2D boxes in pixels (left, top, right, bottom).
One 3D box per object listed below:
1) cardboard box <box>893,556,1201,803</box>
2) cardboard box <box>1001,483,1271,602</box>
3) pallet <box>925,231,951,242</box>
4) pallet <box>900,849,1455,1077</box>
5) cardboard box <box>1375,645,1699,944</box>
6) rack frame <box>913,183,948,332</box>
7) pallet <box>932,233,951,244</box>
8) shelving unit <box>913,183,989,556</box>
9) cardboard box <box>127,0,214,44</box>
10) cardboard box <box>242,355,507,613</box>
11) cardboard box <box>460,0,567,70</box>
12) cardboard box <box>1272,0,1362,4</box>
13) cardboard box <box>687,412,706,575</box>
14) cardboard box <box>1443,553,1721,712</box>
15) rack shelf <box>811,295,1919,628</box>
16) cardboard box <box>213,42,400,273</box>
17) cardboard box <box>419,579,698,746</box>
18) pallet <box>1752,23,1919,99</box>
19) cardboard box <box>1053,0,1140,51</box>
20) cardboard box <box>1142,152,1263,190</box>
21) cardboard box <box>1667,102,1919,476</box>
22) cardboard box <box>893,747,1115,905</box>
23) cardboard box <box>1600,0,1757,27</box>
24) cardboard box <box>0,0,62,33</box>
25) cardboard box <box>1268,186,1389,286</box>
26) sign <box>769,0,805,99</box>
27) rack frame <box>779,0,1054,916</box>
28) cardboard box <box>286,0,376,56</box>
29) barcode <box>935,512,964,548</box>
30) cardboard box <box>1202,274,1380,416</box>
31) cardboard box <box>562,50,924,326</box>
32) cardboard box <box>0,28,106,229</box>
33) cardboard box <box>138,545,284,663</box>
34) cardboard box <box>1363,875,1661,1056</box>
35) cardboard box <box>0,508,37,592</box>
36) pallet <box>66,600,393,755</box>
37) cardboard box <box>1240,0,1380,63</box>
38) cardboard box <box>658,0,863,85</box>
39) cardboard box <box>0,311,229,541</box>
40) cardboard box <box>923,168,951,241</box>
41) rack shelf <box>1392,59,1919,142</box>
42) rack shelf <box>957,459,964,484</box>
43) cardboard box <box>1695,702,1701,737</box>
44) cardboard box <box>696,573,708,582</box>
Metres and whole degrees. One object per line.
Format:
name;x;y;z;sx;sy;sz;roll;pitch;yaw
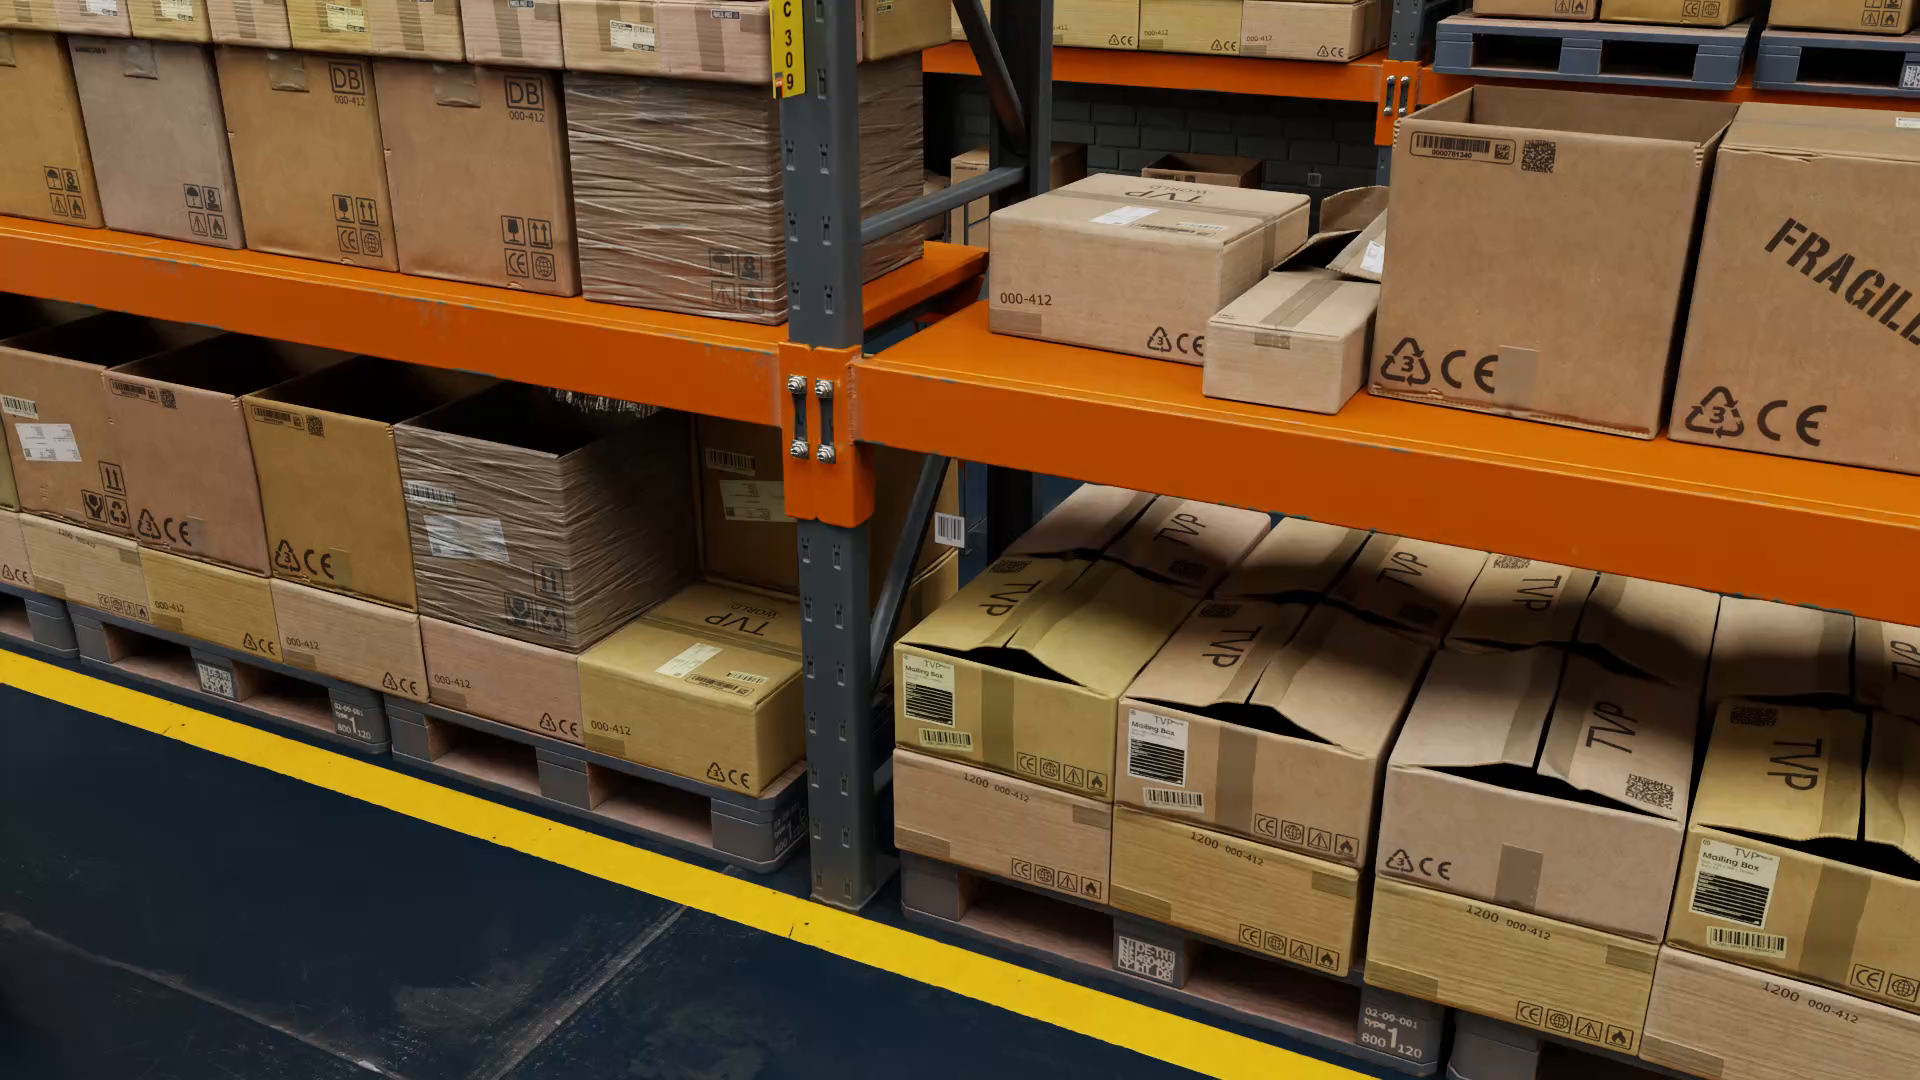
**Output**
cardboard box;0.195;0.257;3.573;0.500;0.311;0.500;11;26;25
cardboard box;0.430;0.069;4.016;0.500;0.311;0.500;11;25;25
pallet;-0.622;-1.702;9.481;1.213;0.211;1.003;11;25;25
pallet;0.614;0.683;3.875;1.213;0.211;1.003;11;25;25
cardboard box;1.102;0.438;3.147;0.500;0.311;0.500;10;25;23
rack frame;-0.095;-0.571;5.559;0.006;1.200;0.240;11;25;25
pallet;0.463;-1.486;8.974;1.213;0.211;1.003;11;25;25
shelving unit;-0.013;-0.555;5.521;0.189;1.200;0.258;11;25;25
cardboard box;-1.771;-1.305;4.030;0.250;0.149;0.380;12;26;26
cardboard box;-1.462;-0.175;4.347;0.500;0.500;0.500;11;25;25
cardboard box;-0.855;-1.124;3.604;0.250;0.149;0.380;10;25;23
cardboard box;1.609;-2.708;7.494;0.500;0.500;0.500;11;25;24
cardboard box;-0.783;-0.267;4.563;0.500;0.500;0.500;11;25;25
cardboard box;1.341;0.247;3.596;0.500;0.311;0.500;11;25;24
rack shelf;1.724;-0.033;2.913;4.000;0.370;1.077;11;25;25
cardboard box;-1.379;-1.020;4.188;0.500;0.500;0.700;12;26;25
cardboard box;-1.015;0.258;4.288;0.500;0.250;0.500;11;25;25
pallet;3.955;-1.988;6.838;1.213;0.211;1.003;11;25;25
cardboard box;0.715;-2.540;8.056;0.500;0.250;0.500;11;25;24
cardboard box;1.227;-1.669;8.474;0.500;0.500;0.500;9;25;21
cardboard box;1.534;-0.440;2.824;0.500;0.500;0.500;11;25;25
cardboard box;0.187;0.513;3.688;0.500;0.250;0.500;11;25;23
cardboard box;3.105;-2.493;7.090;0.500;0.500;0.700;14;27;30
cardboard box;-2.227;-1.397;4.244;0.250;0.149;0.380;11;25;24
cardboard box;0.807;-0.564;3.415;0.258;0.266;0.396;11;25;23
sign;-0.310;-0.958;2.962;0.005;0.325;0.100;11;25;25
rack frame;-0.061;-0.717;3.603;0.127;3.000;1.000;11;25;25
cardboard box;-1.308;-1.215;3.817;0.250;0.149;0.380;11;25;24
barcode;-0.021;-0.020;3.370;0.075;0.075;0.001;11;25;25
cardboard box;0.638;-0.373;3.116;0.250;0.149;0.380;11;25;25
cardboard box;-0.460;-0.839;3.762;0.500;0.500;0.700;10;25;23
cardboard box;-2.308;-1.202;4.615;0.500;0.500;0.700;11;26;25
cardboard box;-1.915;0.087;4.690;0.500;0.250;0.500;11;25;25
cardboard box;1.106;0.694;3.262;0.500;0.250;0.500;10;25;23
cardboard box;-2.805;-0.092;5.110;0.500;0.250;0.500;11;25;25
pallet;-1.845;0.196;5.019;1.213;0.211;1.003;11;25;25
cardboard box;1.611;-2.366;7.646;0.500;0.250;0.500;11;26;25
cardboard box;-0.400;-1.035;3.393;0.250;0.149;0.380;11;25;24
cardboard box;-2.353;-0.352;4.764;0.500;0.500;0.500;11;25;25
cardboard box;-0.313;-1.865;9.176;0.500;0.311;0.500;14;27;29
rack shelf;3.956;-1.763;6.983;4.000;0.370;1.077;11;25;25
rack shelf;-0.013;-0.293;5.633;0.180;0.103;0.258;11;25;25
cardboard box;1.347;0.507;3.701;0.500;0.250;0.500;12;26;26
cardboard box;-0.782;0.077;4.712;0.500;0.250;0.500;11;25;25
